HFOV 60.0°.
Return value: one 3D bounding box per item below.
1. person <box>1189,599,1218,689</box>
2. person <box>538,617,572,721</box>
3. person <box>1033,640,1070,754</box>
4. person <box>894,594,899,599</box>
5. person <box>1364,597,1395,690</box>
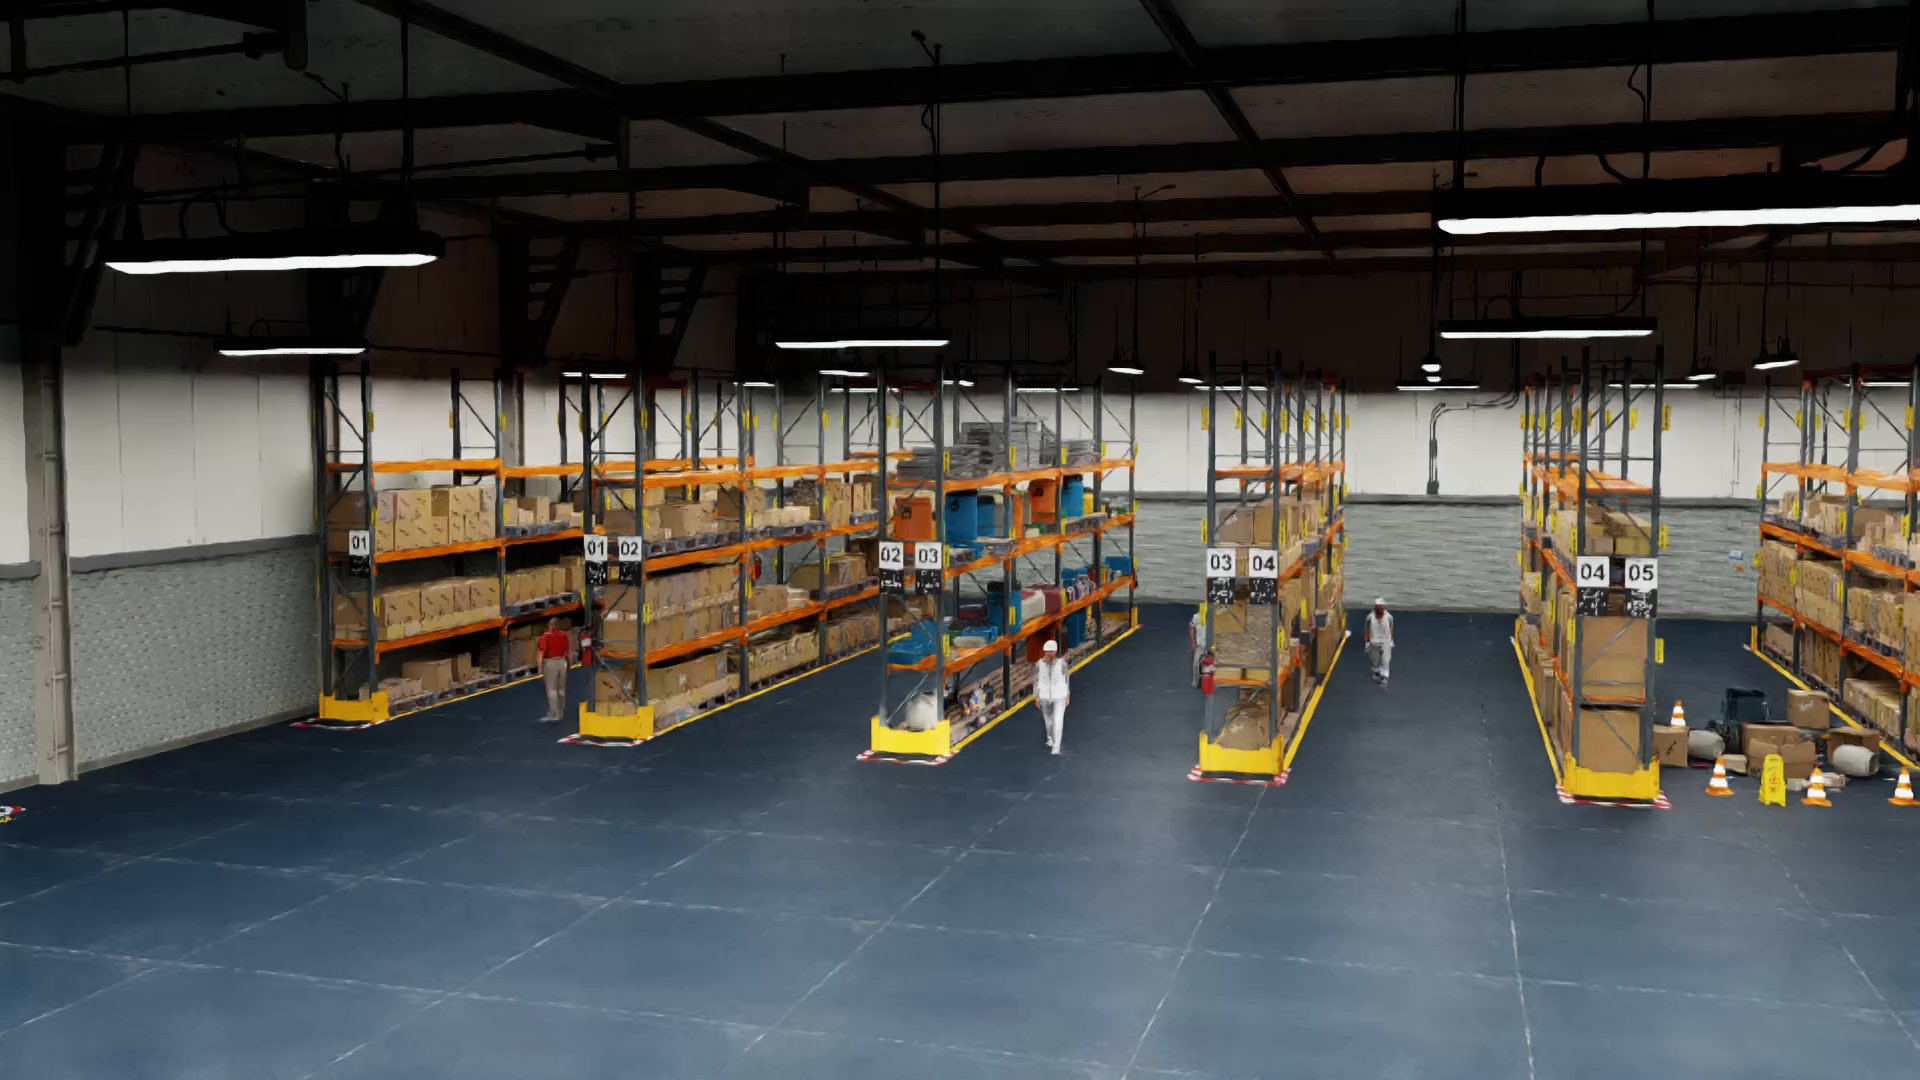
[{"bbox_3d":[4.615,1.931,31.079,0.682,1.715,0.536,1,4,14],"label":"person"},{"bbox_3d":[-6.806,2.137,27.861,0.593,1.719,0.651,4,5,41],"label":"person"},{"bbox_3d":[1.388,2.336,25.216,0.546,1.693,0.931,1,4,15],"label":"person"},{"bbox_3d":[-1.828,1.087,43.490,0.443,1.587,0.991,2,5,25],"label":"person"},{"bbox_3d":[7.839,1.911,31.110,0.553,1.709,1.123,1,4,18],"label":"person"}]
